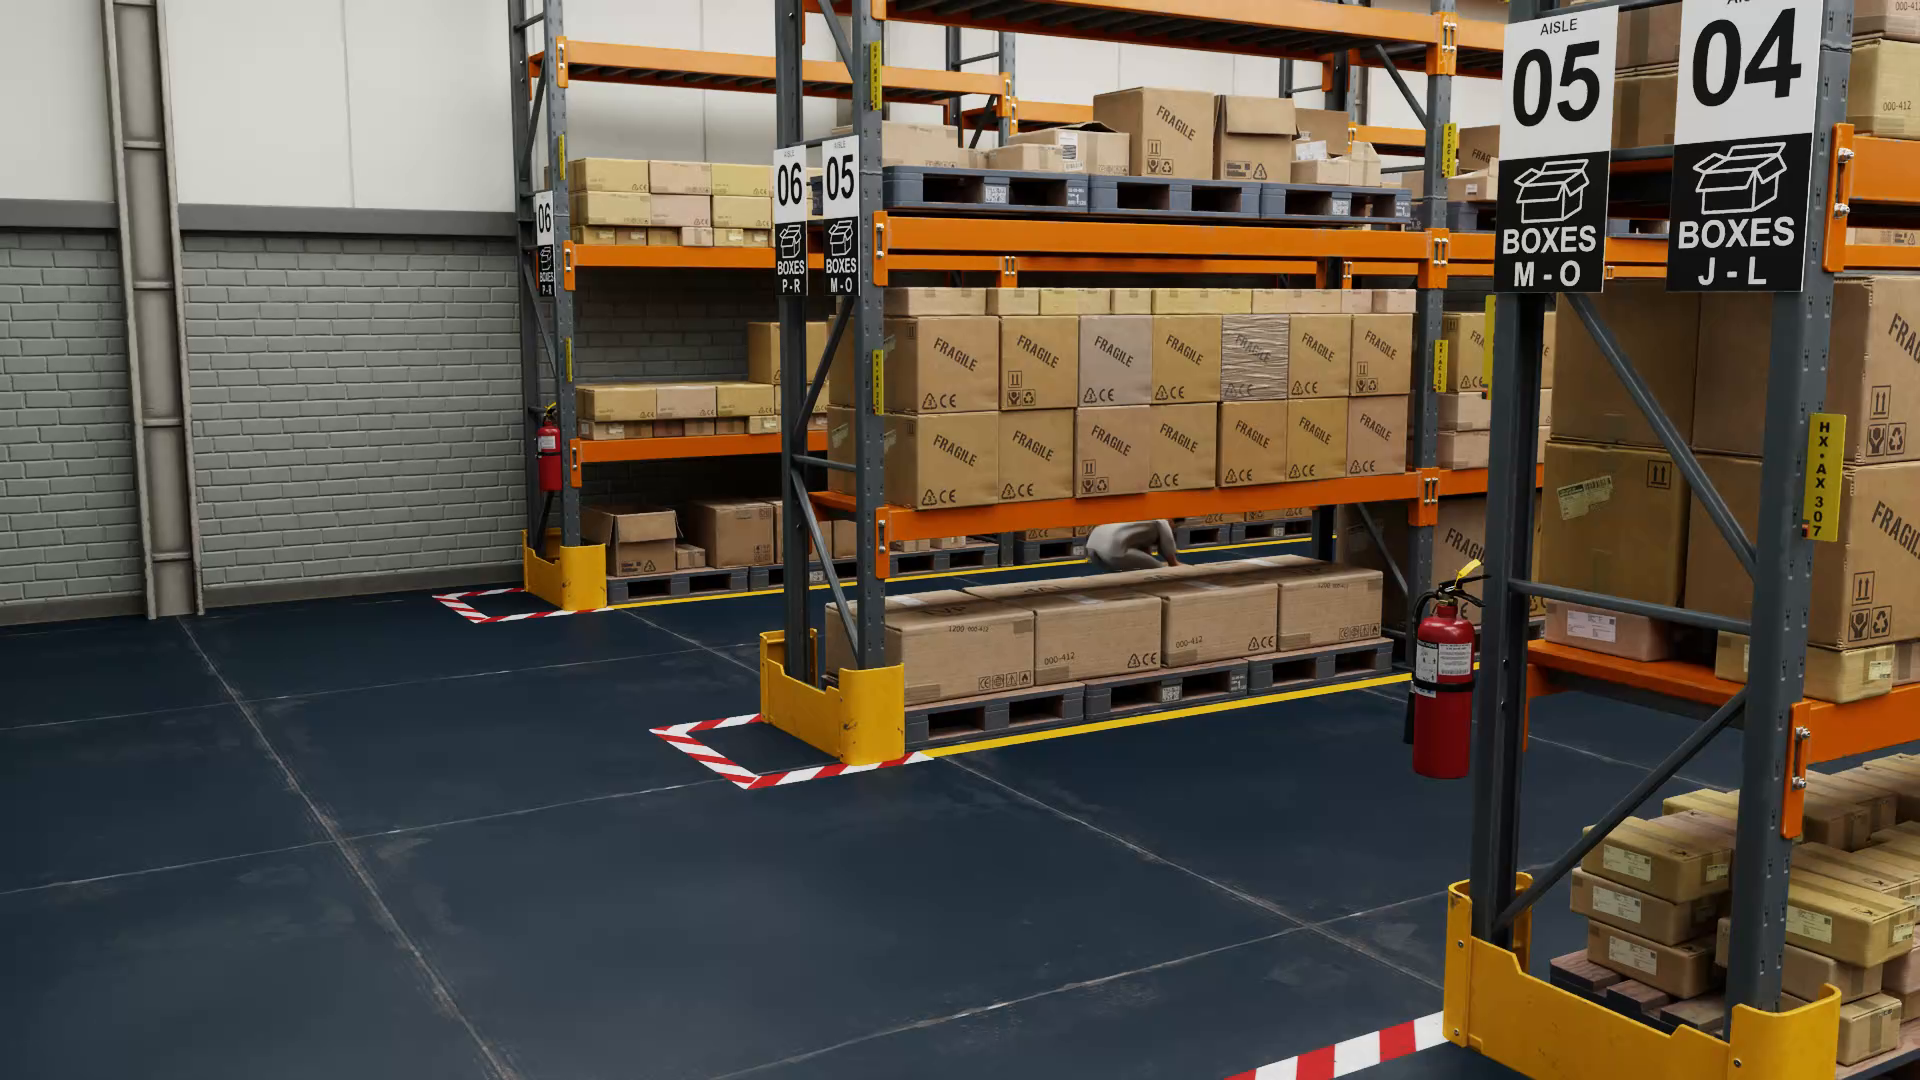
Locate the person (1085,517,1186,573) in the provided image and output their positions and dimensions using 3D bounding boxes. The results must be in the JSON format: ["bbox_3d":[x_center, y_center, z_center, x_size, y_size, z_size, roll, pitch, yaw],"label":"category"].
[{"bbox_3d":[1.300,0.192,12.085,0.851,0.939,0.468,-5,10,-33],"label":"person"}]
